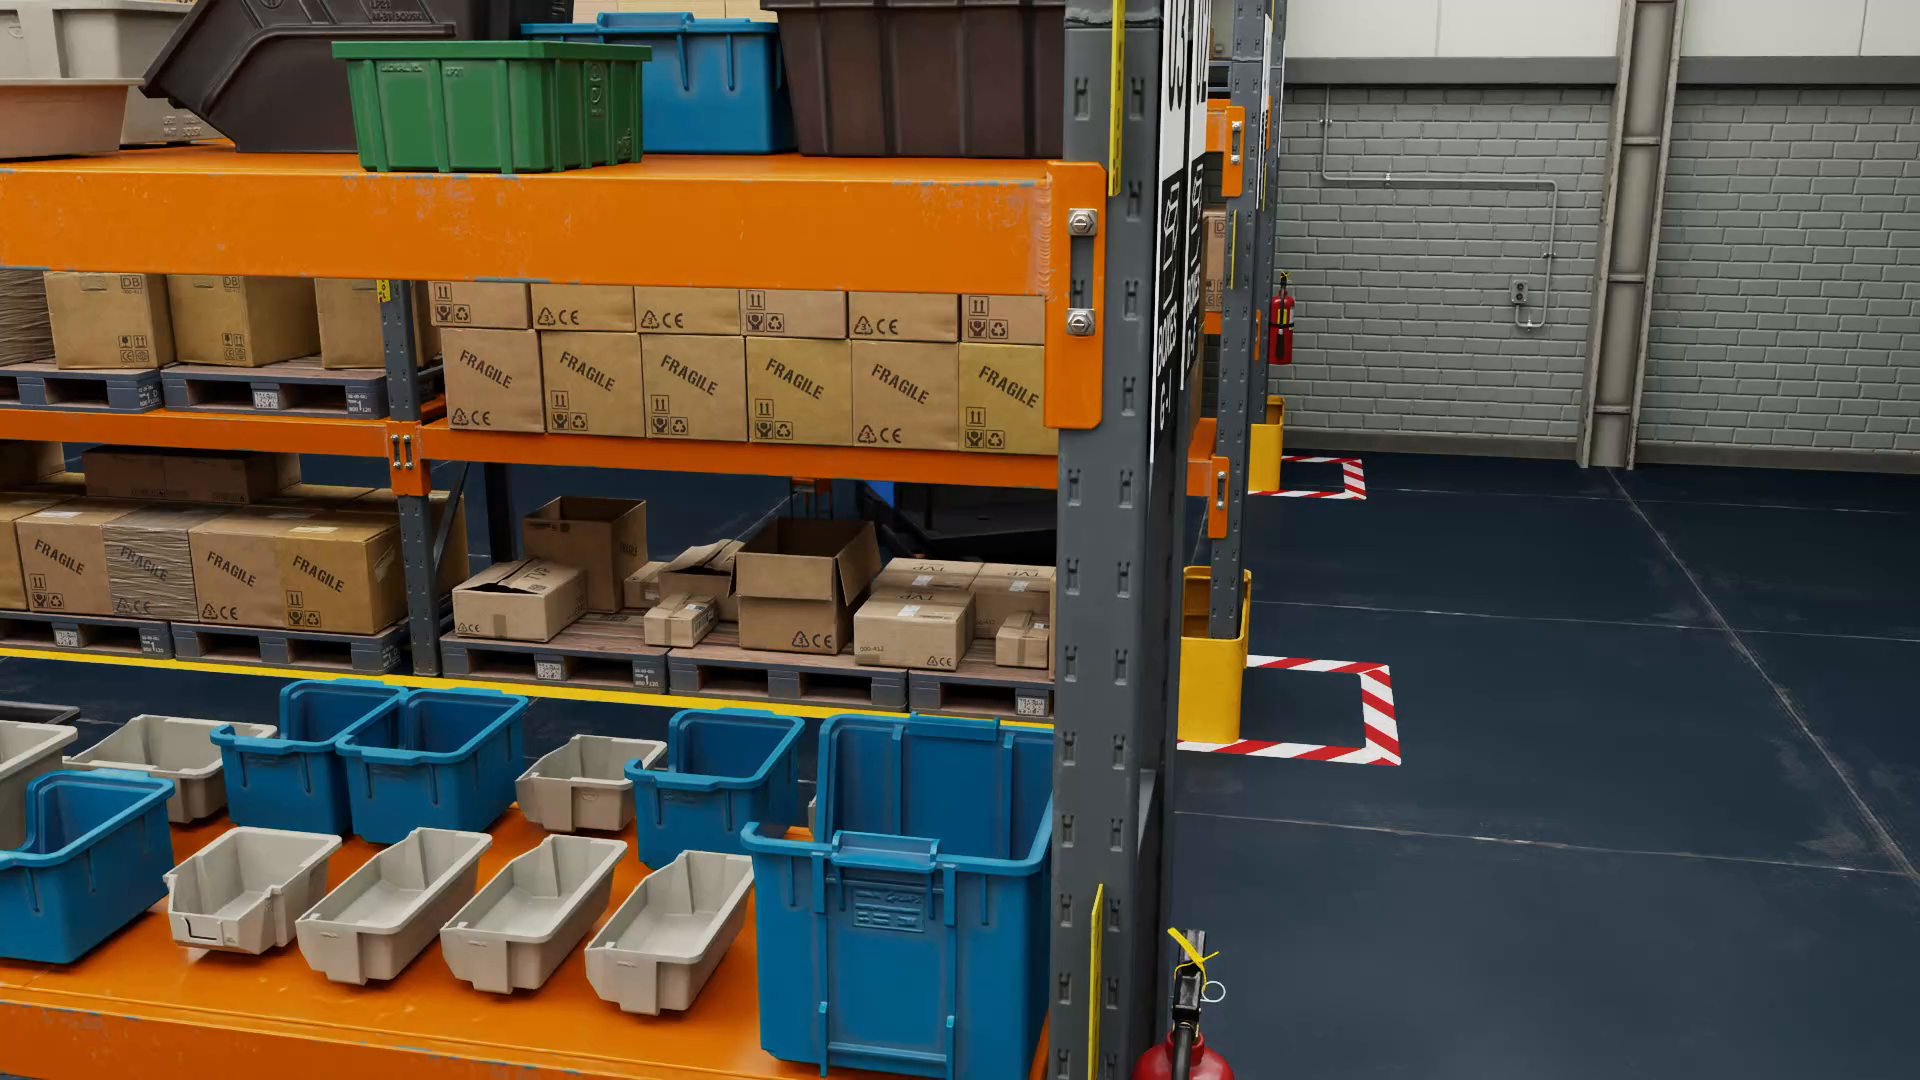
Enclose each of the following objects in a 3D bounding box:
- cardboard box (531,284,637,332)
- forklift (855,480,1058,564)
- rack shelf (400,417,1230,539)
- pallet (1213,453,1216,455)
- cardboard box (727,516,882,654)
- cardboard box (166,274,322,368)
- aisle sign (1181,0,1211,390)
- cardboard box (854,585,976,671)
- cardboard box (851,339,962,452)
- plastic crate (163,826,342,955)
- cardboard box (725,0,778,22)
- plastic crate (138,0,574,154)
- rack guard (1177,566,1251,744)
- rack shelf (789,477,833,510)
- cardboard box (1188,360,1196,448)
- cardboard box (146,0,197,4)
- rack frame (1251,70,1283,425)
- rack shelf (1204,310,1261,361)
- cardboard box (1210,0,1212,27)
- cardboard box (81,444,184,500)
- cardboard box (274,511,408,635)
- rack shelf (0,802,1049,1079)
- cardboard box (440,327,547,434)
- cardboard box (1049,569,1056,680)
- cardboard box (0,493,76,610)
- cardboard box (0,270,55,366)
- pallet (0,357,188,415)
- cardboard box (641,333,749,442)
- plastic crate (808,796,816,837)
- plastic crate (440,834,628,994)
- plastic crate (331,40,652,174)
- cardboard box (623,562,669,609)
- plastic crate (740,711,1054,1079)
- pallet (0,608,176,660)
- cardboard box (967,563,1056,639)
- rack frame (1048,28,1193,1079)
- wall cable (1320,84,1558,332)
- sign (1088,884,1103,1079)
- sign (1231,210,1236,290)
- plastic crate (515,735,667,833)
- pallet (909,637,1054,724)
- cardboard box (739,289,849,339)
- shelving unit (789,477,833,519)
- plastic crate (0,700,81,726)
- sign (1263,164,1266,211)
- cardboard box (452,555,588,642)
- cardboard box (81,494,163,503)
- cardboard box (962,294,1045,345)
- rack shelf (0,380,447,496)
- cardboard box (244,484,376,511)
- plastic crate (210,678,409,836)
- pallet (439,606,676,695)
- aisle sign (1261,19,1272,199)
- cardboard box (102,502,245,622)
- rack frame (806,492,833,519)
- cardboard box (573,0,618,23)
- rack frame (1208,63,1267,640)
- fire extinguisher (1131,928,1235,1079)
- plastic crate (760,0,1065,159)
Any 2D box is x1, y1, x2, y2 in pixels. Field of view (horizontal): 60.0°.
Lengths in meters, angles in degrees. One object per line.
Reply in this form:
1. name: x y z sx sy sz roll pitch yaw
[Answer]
1. cardboard box: -1.716 -1.282 7.940 0.500 0.500 0.500 3 16 9
2. forklift: 0.203 -1.239 9.973 1.130 2.935 3.031 -5 16 -17
3. rack shelf: -0.668 -0.425 8.253 4.000 0.370 1.077 3 16 11
4. pallet: 1.476 -0.639 12.904 1.213 0.211 1.003 3 16 11
5. cardboard box: -0.786 0.212 8.460 0.637 0.503 0.797 3 16 11
6. cardboard box: -3.734 -1.232 8.846 0.500 0.500 0.700 6 16 20
7. aisle sign: 0.431 -0.696 3.016 0.004 0.787 0.394 3 16 11
8. cardboard box: -0.215 0.425 8.164 0.500 0.250 0.500 3 16 11
9. cardboard box: -0.198 -0.720 7.786 0.500 0.500 0.500 3 16 12
10. plastic crate: -1.387 0.694 3.248 0.250 0.136 0.298 3 16 11
11. cardboard box: -0.733 -2.319 7.469 0.500 0.250 0.500 3 16 11
12. plastic crate: -1.141 -0.938 3.257 0.767 0.338 0.504 3 16 11
13. rack guard: 1.217 0.536 8.122 0.348 0.500 1.175 3 16 11
14. rack shelf: -1.010 -0.325 11.273 0.215 0.259 0.240 5 16 19
15. cardboard box: 0.799 -0.666 7.589 0.500 0.500 0.500 4 16 13
16. cardboard box: -3.766 -2.698 8.331 0.600 0.600 0.600 3 16 10
17. rack frame: 2.275 -1.961 12.452 0.127 3.000 1.000 3 16 11
18. rack shelf: 0.316 -1.721 12.932 4.000 0.370 1.077 3 16 11
19. cardboard box: 1.608 -4.048 12.270 0.500 0.500 0.500 2 16 9
20. cardboard box: -4.525 -0.416 9.327 0.500 0.250 0.500 3 16 10
21. cardboard box: -3.169 0.164 8.640 0.500 0.500 0.500 3 16 11
22. rack shelf: -1.659 0.871 3.576 4.000 0.370 1.077 3 16 11
23. cardboard box: -2.183 -0.827 8.173 0.500 0.500 0.500 4 16 13
24. cardboard box: 0.710 0.363 7.920 0.500 0.500 0.500 3 16 11
25. cardboard box: -5.154 0.056 9.031 0.500 0.500 0.500 3 16 10
26. cardboard box: -5.050 -1.238 8.870 0.500 0.500 0.700 6 17 22
27. pallet: -4.641 -0.896 8.966 1.213 0.211 1.003 3 16 11
28. cardboard box: -1.190 -0.774 7.979 0.500 0.500 0.500 3 16 11
29. plastic crate: -0.173 0.591 3.621 0.298 0.136 0.250 3 16 11
30. plastic crate: -0.815 0.714 3.178 0.243 0.136 0.396 3 16 11
31. plastic crate: -0.722 -0.690 2.644 0.336 0.188 0.450 3 16 11
32. cardboard box: -1.634 0.245 9.006 0.250 0.149 0.380 3 16 11
33. plastic crate: -0.064 0.616 2.971 0.499 0.435 0.616 3 16 11
34. pallet: -4.632 0.369 9.266 1.213 0.211 1.003 3 16 11
35. cardboard box: 0.326 0.318 8.550 0.500 0.250 0.500 3 16 11
36. rack frame: 0.301 0.631 3.096 0.127 3.000 1.000 3 16 11
37. wall cable: 3.719 -2.630 12.964 1.851 1.984 0.084 3 16 11
38. sign: 0.207 0.697 2.552 0.005 0.325 0.100 3 16 11
39. sign: 1.162 -1.231 7.056 0.005 0.325 0.100 3 16 11
40. plastic crate: -0.838 0.555 3.752 0.298 0.136 0.250 3 16 11
41. pallet: 0.436 0.633 8.312 1.213 0.211 1.003 3 16 11
42. cardboard box: -0.707 -1.227 7.742 0.500 0.500 0.500 4 16 13
43. shelving unit: -1.013 -0.603 11.197 0.215 1.050 0.252 5 16 19
44. plastic crate: -2.468 0.511 3.932 0.590 0.125 0.437 3 16 11
45. sign: 2.154 -2.492 11.756 0.005 0.325 0.100 3 16 11
46. cardboard box: -2.260 0.285 8.557 0.500 0.311 0.500 3 16 11
47. cardboard box: -4.562 -0.056 9.432 0.500 0.500 0.500 3 16 9
48. cardboard box: 0.306 -1.173 7.548 0.500 0.500 0.500 4 16 13
49. rack shelf: -4.588 -0.637 9.022 4.000 0.370 1.077 3 16 11
50. cardboard box: -3.578 0.000 9.231 0.500 0.500 0.500 3 16 12
51. plastic crate: -1.460 0.497 3.779 0.300 0.233 0.416 3 16 11
52. pallet: -1.955 0.503 8.781 1.213 0.211 1.003 3 16 11
53. aisle sign: 1.417 -1.991 7.690 0.004 0.787 0.394 3 16 11
54. cardboard box: -4.143 0.108 8.840 0.500 0.500 0.500 3 16 12
55. rack frame: -0.971 -0.634 11.308 0.200 1.050 0.008 5 16 19
56. cardboard box: -1.711 -2.375 7.672 0.500 0.250 0.500 3 16 11
57. rack frame: 1.292 -0.665 7.773 0.127 3.000 1.000 3 16 11
58. fire extinguisher: 0.358 0.975 2.698 0.183 0.674 0.296 3 16 11
59. plastic crate: -0.021 -0.845 3.050 0.590 0.269 0.497 3 16 11
